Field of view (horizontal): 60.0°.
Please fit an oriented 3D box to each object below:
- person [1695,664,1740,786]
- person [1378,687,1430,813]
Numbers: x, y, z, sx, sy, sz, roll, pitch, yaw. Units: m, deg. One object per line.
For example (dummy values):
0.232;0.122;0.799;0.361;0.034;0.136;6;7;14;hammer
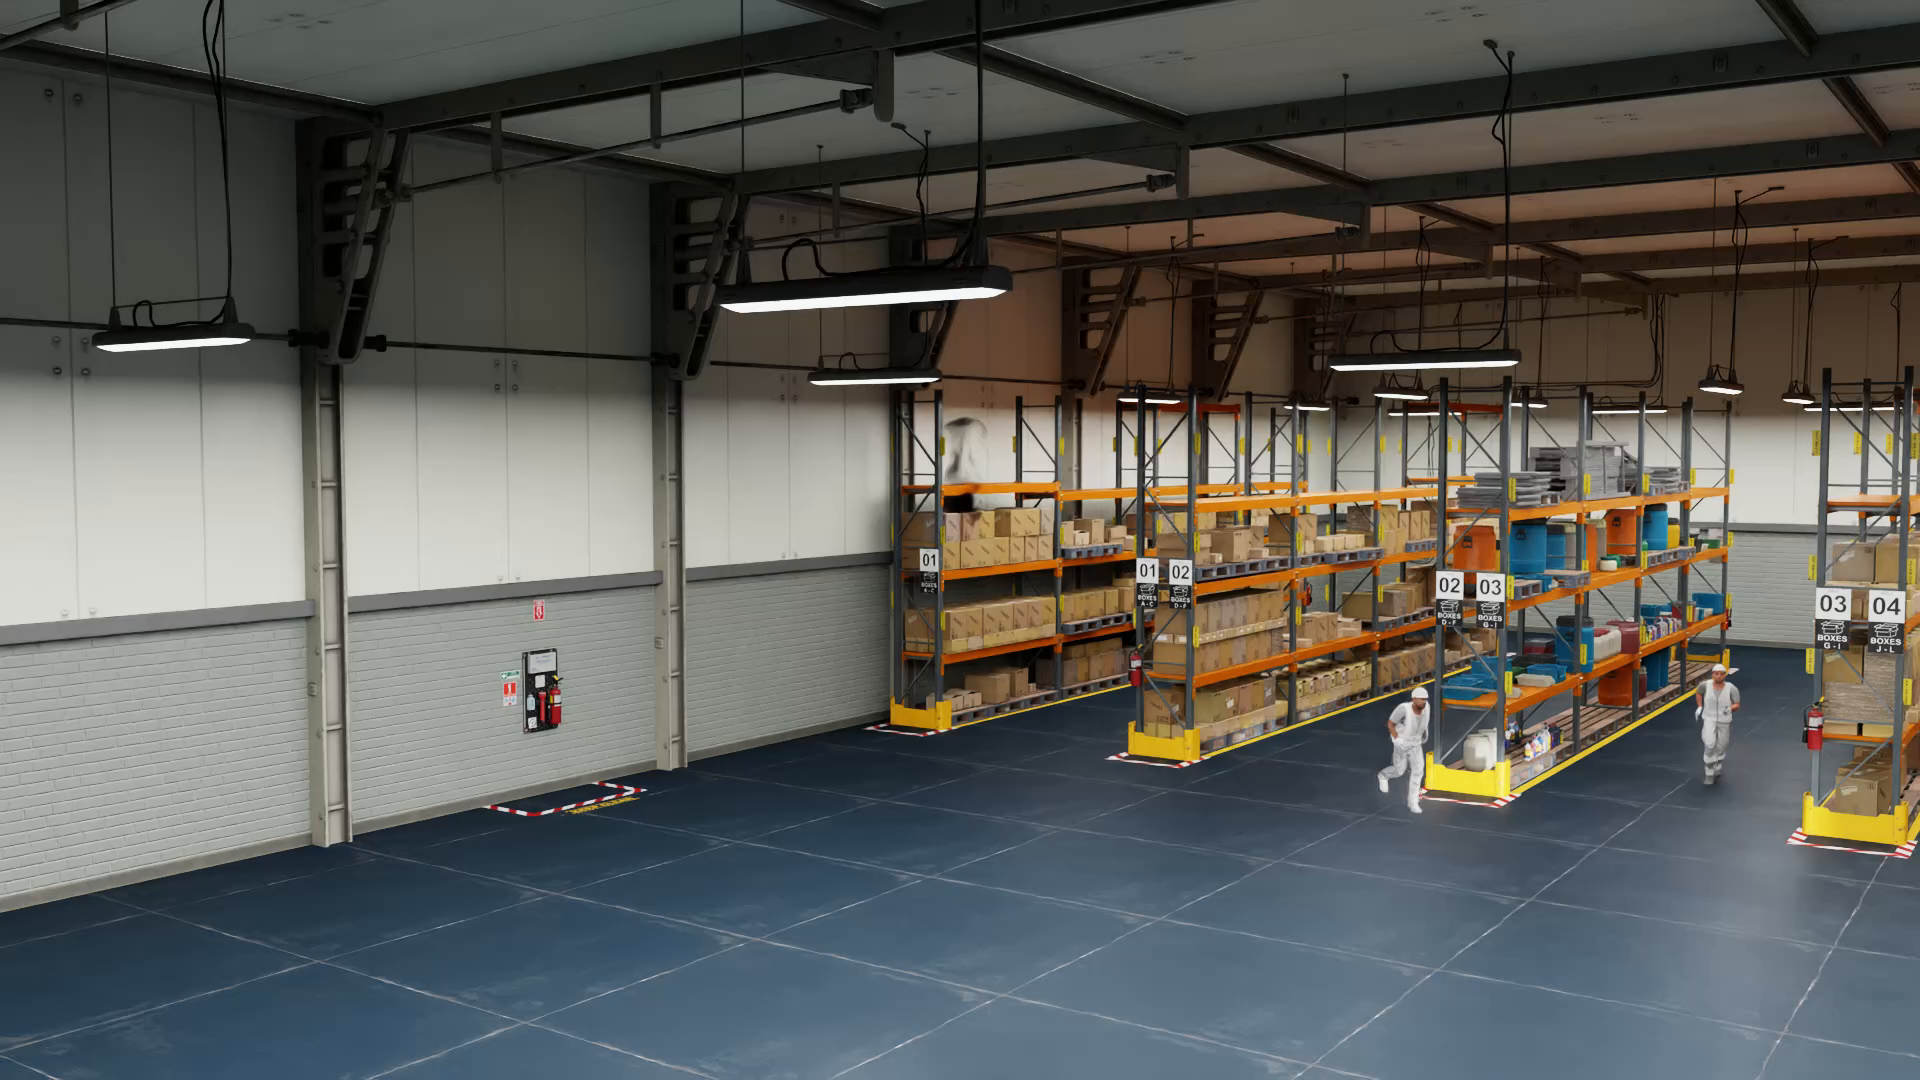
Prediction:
11.262;2.731;24.738;0.586;1.818;0.900;1;3;18;person
6.178;2.864;23.148;0.701;1.727;1.019;-2;4;-25;person
